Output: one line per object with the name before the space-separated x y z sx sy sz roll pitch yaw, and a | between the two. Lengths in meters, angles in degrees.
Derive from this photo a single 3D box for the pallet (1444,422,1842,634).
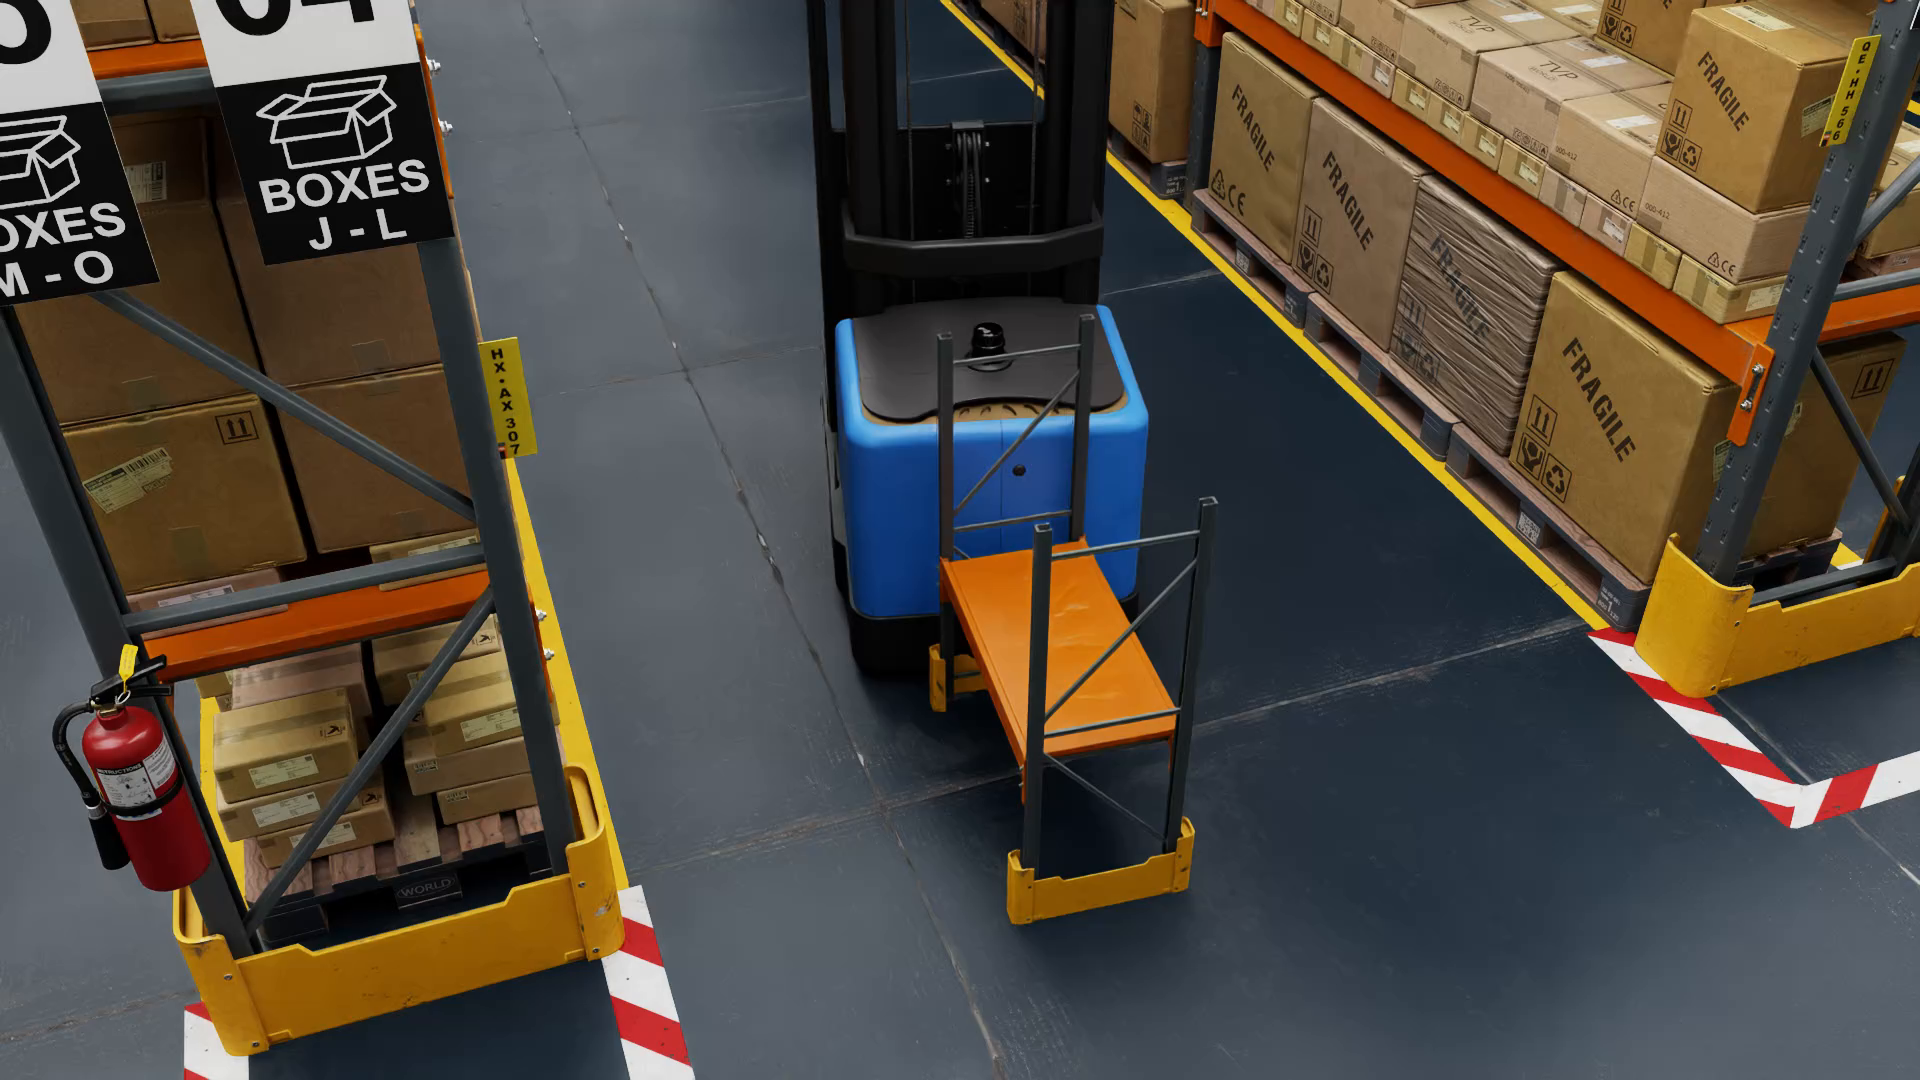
pallet | 2.749 -0.168 6.798 1.003 0.211 1.213 -12 39 -16

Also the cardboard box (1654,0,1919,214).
cardboard box | 2.683 -1.426 5.404 0.500 0.500 0.500 -12 39 -15

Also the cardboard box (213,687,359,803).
cardboard box | -2.015 0.610 4.973 0.380 0.149 0.250 -12 39 -15

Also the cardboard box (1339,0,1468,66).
cardboard box | 1.987 -2.272 7.151 0.500 0.250 0.500 -12 38 -15

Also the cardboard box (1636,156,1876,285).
cardboard box | 2.681 -1.125 5.627 0.500 0.250 0.500 -13 39 -17

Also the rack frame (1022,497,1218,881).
rack frame | 0.436 0.531 4.798 0.500 1.500 0.032 -9 38 -12

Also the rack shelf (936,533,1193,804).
rack shelf | 0.306 0.379 5.299 0.538 0.185 1.000 -9 38 -12

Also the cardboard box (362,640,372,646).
cardboard box | -2.220 0.270 5.672 0.380 0.149 0.250 -13 39 -16

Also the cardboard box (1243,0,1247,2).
cardboard box | 1.510 -2.770 8.143 0.380 0.149 0.250 -12 39 -16

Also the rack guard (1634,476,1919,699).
rack guard | 3.106 0.165 6.115 1.175 0.500 0.348 -12 39 -16

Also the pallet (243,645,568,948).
pallet | -1.867 0.728 5.609 1.003 0.211 1.213 -12 39 -16

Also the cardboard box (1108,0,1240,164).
cardboard box | 1.482 -2.783 9.368 1.225 0.875 0.875 -12 39 -16

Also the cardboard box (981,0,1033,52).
cardboard box | 0.862 -3.786 10.700 1.225 0.875 0.875 -12 39 -16

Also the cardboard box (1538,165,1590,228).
cardboard box | 2.404 -1.310 6.205 0.380 0.149 0.250 -12 39 -15

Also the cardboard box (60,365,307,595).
cardboard box | -1.991 -0.236 4.240 0.500 0.500 0.500 -12 39 -15

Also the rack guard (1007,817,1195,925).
rack guard | 0.436 1.030 5.175 0.587 0.250 0.087 -9 38 -12

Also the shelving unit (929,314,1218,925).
shelving unit | 0.308 0.241 5.184 0.587 1.500 1.083 -9 38 -12

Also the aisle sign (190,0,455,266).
aisle sign | -1.288 -0.936 3.339 0.394 0.787 0.004 -12 39 -16

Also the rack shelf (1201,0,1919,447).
rack shelf | 2.409 -1.689 7.097 1.077 0.370 4.000 -12 39 -16

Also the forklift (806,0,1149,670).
forklift | -0.025 -1.576 6.406 1.130 2.935 3.031 -4 37 -5

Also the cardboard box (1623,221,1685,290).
cardboard box | 2.575 -1.026 5.828 0.380 0.149 0.250 -12 39 -15

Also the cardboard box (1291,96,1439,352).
cardboard box | 2.183 -1.528 7.702 0.875 0.875 0.875 -12 39 -16

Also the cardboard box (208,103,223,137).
cardboard box | -1.679 -1.027 4.459 0.500 0.500 0.500 -11 38 -15

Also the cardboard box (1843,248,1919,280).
cardboard box | 3.285 -1.015 5.814 0.380 0.149 0.250 -12 39 -15

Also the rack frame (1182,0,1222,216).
rack frame | 1.721 -3.106 8.381 1.000 3.000 0.127 -12 39 -16

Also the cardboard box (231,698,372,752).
cardboard box | -2.083 0.577 5.264 0.380 0.149 0.250 -13 39 -17

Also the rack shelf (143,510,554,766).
rack shelf | -2.283 -0.719 5.810 1.077 0.370 4.000 -12 39 -16

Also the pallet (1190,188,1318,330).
pallet | 1.909 -1.547 8.628 1.003 0.211 1.213 -12 39 -16

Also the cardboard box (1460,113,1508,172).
cardboard box | 2.223 -1.603 6.593 0.380 0.149 0.250 -12 39 -16

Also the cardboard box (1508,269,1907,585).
cardboard box | 2.802 -0.511 6.352 0.875 0.875 0.875 -12 39 -16

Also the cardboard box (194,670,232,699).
cardboard box | -2.256 0.336 5.337 0.380 0.149 0.250 -13 39 -17

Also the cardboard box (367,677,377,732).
cardboard box | -2.165 0.548 5.549 0.380 0.149 0.250 -13 39 -16

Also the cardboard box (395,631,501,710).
cardboard box | -1.733 0.462 5.664 0.380 0.149 0.250 -12 39 -15

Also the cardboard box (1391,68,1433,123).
cardboard box | 2.048 -1.890 6.975 0.380 0.149 0.250 -14 39 -17

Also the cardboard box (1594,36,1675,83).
cardboard box | 2.831 -1.810 6.537 0.500 0.250 0.500 -14 39 -17

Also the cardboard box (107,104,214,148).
cardboard box | -2.160 -0.928 4.328 0.500 0.500 0.500 -14 39 -17

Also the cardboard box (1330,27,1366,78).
cardboard box | 1.872 -2.180 7.360 0.380 0.149 0.250 -13 39 -17

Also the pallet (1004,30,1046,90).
pallet | 0.961 -3.103 10.694 1.003 0.211 1.213 -12 39 -16

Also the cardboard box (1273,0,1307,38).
cardboard box | 1.692 -2.473 7.749 0.380 0.149 0.250 -11 38 -14

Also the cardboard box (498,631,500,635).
cardboard box | -1.742 0.340 5.579 0.380 0.149 0.250 -12 39 -15

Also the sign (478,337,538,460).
sign | -1.085 -0.335 3.982 0.100 0.325 0.005 -12 39 -16

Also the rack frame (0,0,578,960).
rack frame | -1.594 0.123 4.094 1.000 3.000 0.127 -12 39 -16

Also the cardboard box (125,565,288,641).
cardboard box | -1.972 0.098 4.336 0.380 0.149 0.250 -12 39 -16

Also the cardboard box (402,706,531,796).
cardboard box | -1.534 0.626 5.199 0.380 0.149 0.250 -11 38 -14

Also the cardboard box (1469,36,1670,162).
cardboard box | 2.332 -1.699 6.389 0.500 0.250 0.500 -14 39 -17

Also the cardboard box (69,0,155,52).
cardboard box | -1.999 -1.217 3.505 0.500 0.250 0.500 -13 39 -17

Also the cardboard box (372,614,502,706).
cardboard box | -1.664 0.359 5.306 0.380 0.149 0.250 -12 39 -15

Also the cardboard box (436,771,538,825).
cardboard box | -1.474 0.732 5.306 0.380 0.149 0.250 -12 39 -15

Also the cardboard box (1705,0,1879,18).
cardboard box | 3.014 -1.815 5.920 0.500 0.500 0.500 -13 39 -17
